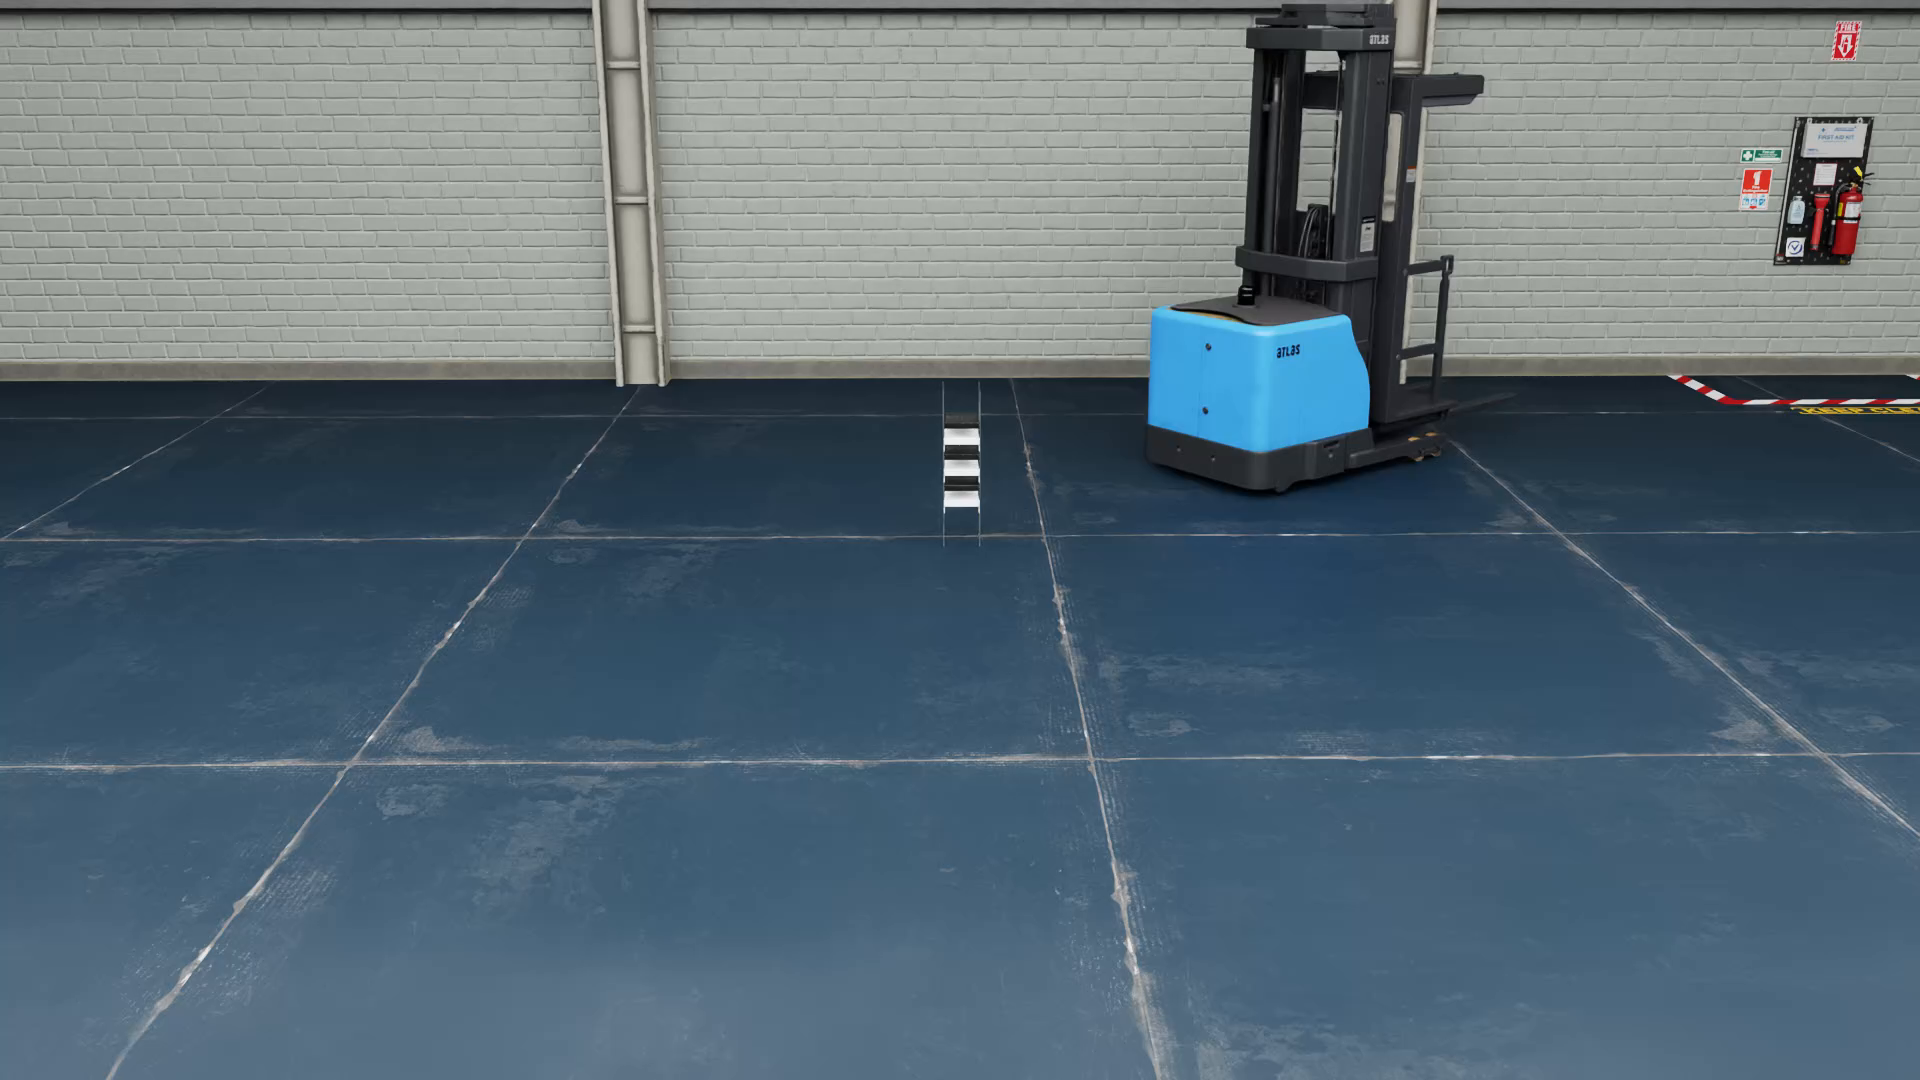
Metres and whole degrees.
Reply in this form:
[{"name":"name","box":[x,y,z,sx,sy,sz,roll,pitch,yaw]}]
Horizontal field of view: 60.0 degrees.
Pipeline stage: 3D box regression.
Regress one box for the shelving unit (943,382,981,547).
[{"name":"shelving unit","box":[0.008,-0.429,9.410,0.210,0.900,0.258,0,18,-1]}]

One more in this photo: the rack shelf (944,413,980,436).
[{"name":"rack shelf","box":[0.008,-0.654,9.338,0.200,0.077,0.258,0,18,-1]}]

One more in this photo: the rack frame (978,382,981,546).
[{"name":"rack frame","box":[0.110,-0.429,9.412,0.006,0.900,0.240,0,18,-1]}]

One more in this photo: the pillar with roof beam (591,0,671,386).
[{"name":"pillar with roof beam","box":[-2.509,-4.258,8.088,0.400,9.000,9.100,0,18,-1]}]

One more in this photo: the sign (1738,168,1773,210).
[{"name":"sign","box":[6.396,-2.819,13.367,0.234,0.329,0.001,0,18,-1]}]

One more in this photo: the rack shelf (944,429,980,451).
[{"name":"rack shelf","box":[0.008,-0.568,9.365,0.200,0.077,0.258,0,18,-1]}]

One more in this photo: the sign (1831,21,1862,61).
[{"name":"sign","box":[6.941,-3.908,13.023,0.199,0.298,0.001,0,18,-1]}]

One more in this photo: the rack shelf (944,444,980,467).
[{"name":"rack shelf","box":[0.008,-0.482,9.393,0.200,0.077,0.258,0,18,-1]}]

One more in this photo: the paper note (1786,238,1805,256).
[{"name":"paper note","box":[6.772,-2.374,13.480,0.142,0.148,0.016,0,18,-1]}]

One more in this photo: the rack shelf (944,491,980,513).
[{"name":"rack shelf","box":[0.008,-0.225,9.475,0.200,0.077,0.258,0,18,-1]}]

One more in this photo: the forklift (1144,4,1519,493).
[{"name":"forklift","box":[2.685,-2.036,11.095,3.031,2.935,1.130,-14,22,-36]}]

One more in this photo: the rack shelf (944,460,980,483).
[{"name":"rack shelf","box":[0.008,-0.397,9.420,0.200,0.077,0.258,0,18,-1]}]

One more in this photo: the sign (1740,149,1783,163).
[{"name":"sign","box":[6.400,-3.069,13.277,0.331,0.109,0.001,0,18,-1]}]

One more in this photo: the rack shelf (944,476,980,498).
[{"name":"rack shelf","box":[0.008,-0.311,9.448,0.200,0.077,0.258,0,18,-1]}]

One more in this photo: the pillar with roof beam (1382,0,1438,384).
[{"name":"pillar with roof beam","box":[3.490,-4.286,8.178,0.400,9.000,9.100,0,18,-1]}]

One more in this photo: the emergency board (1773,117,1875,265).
[{"name":"emergency board","box":[6.950,-2.773,13.282,0.643,1.169,0.194,0,18,-1]}]
